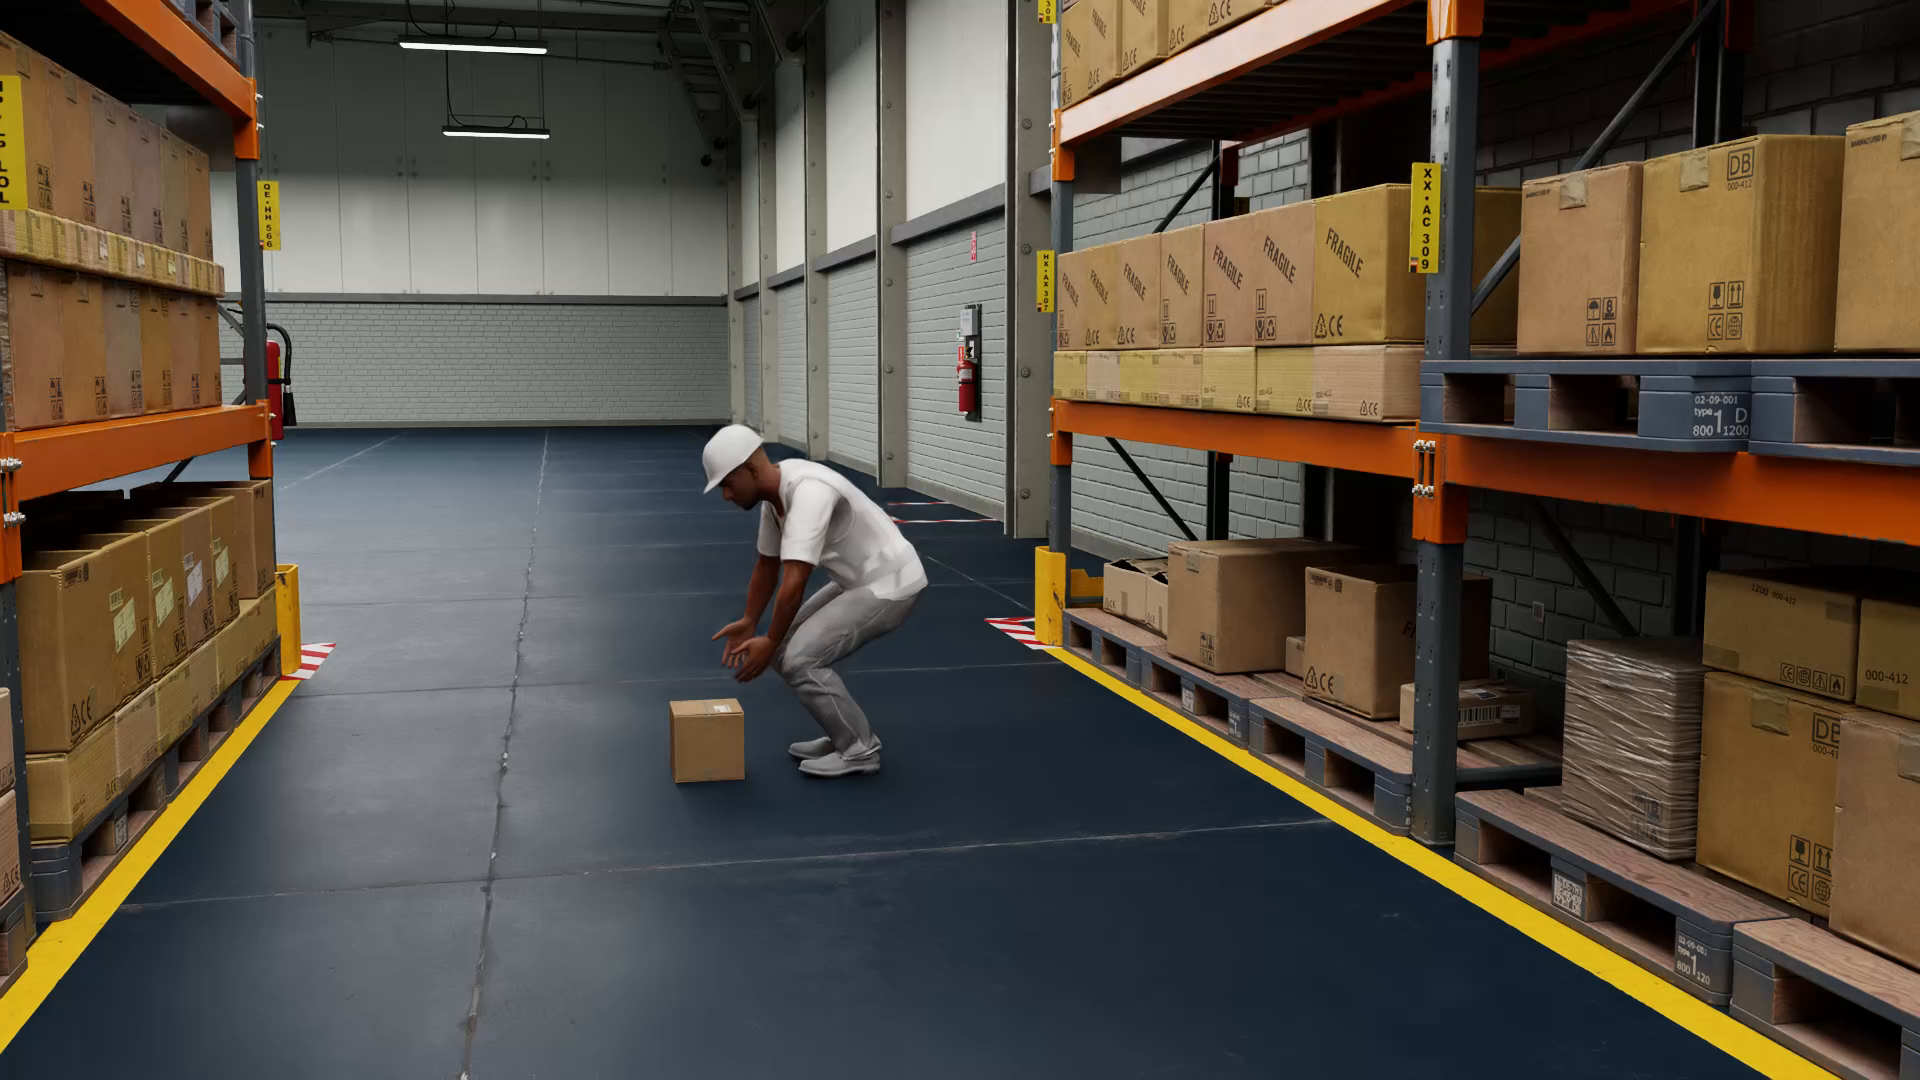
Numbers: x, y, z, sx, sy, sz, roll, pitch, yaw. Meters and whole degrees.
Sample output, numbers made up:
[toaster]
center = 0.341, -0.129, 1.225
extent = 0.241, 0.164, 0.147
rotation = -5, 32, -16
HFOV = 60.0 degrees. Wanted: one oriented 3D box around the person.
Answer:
[person]
center = -0.527, 0.216, 6.106
extent = 0.817, 1.283, 0.627
rotation = -1, 6, -14
